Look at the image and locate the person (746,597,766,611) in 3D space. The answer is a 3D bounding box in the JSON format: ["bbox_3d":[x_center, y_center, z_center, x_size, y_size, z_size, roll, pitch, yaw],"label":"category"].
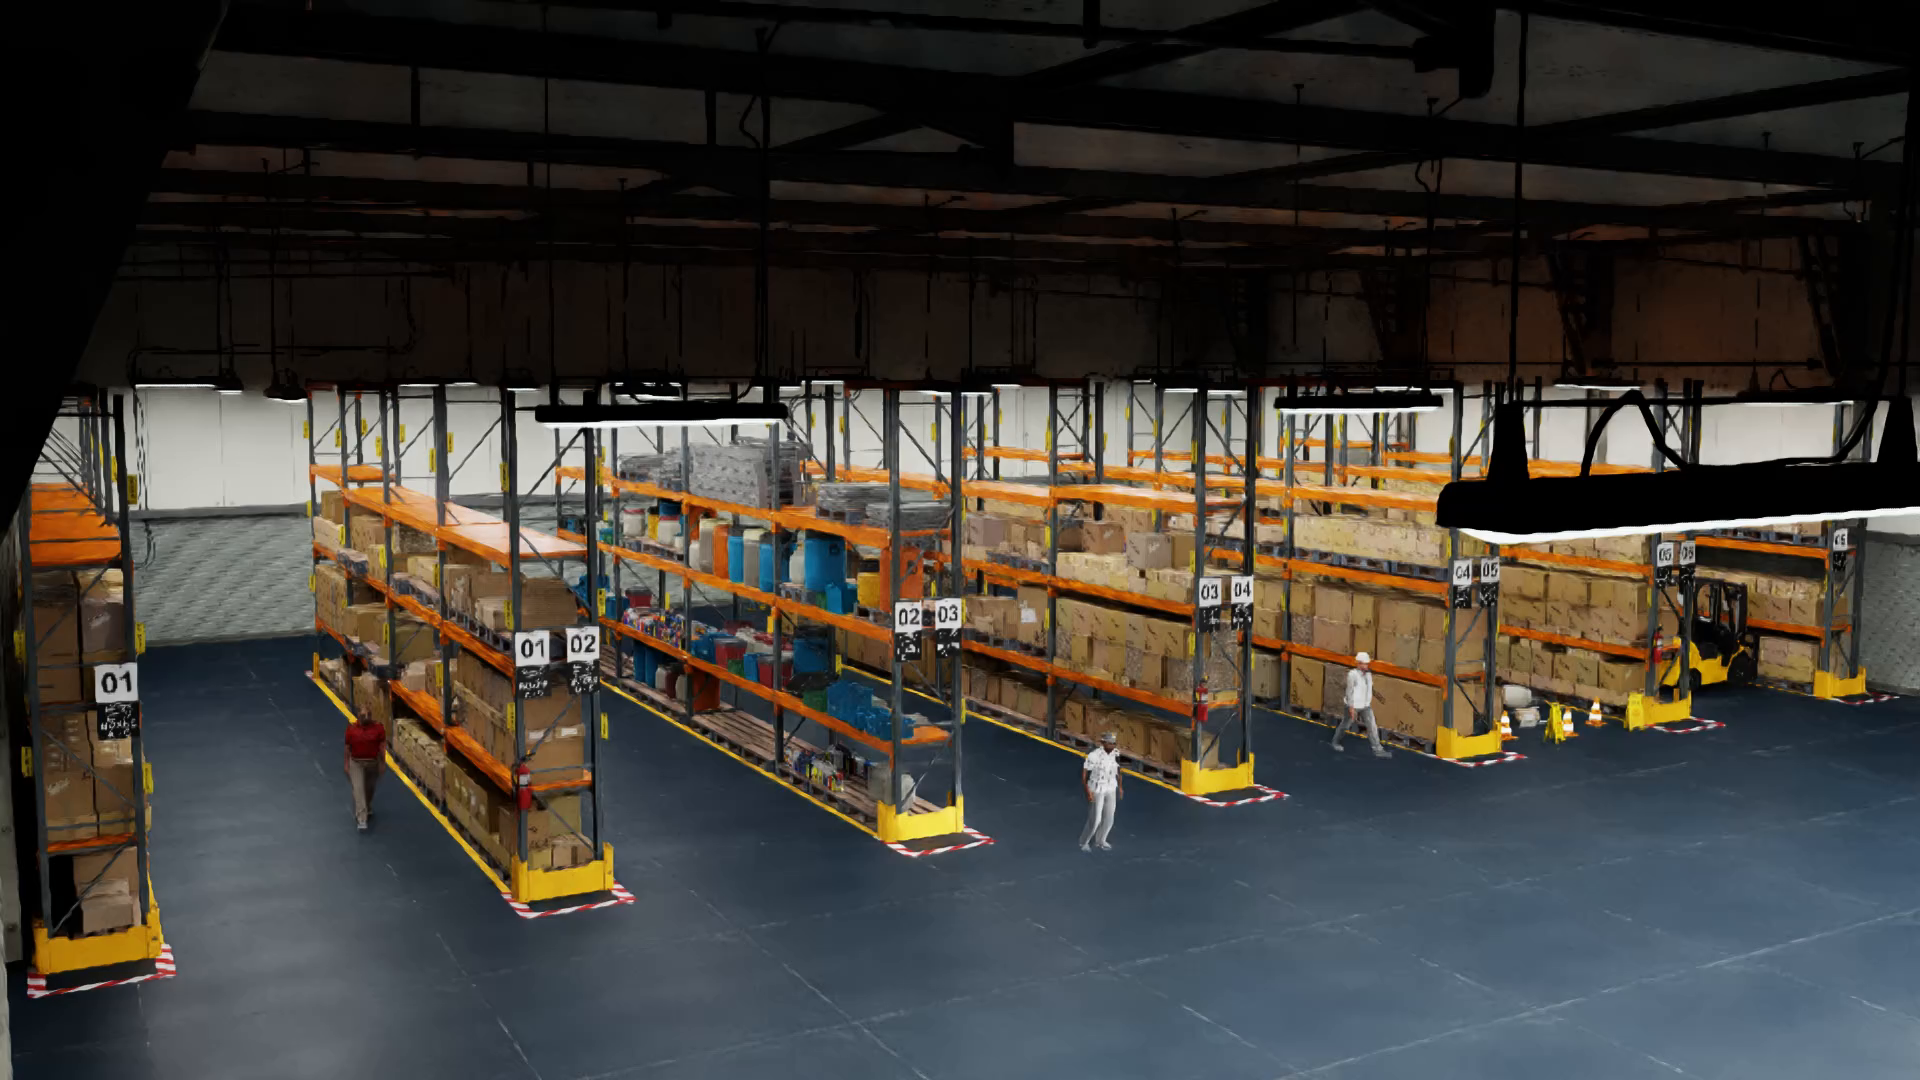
[{"bbox_3d":[-5.301,0.942,42.363,0.714,1.760,0.438,3,7,27],"label":"person"}]

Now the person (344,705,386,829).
[{"bbox_3d":[-8.155,3.068,22.857,0.540,1.646,1.130,-4,7,-31],"label":"person"}]

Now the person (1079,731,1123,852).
[{"bbox_3d":[1.839,3.239,21.561,0.592,1.629,0.526,-4,7,-30],"label":"person"}]

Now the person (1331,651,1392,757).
[{"bbox_3d":[6.427,2.627,26.750,0.541,1.695,1.105,-4,7,-30],"label":"person"}]

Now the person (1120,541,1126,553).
[{"bbox_3d":[4.580,0.495,47.314,0.569,1.653,0.475,3,7,26],"label":"person"}]
